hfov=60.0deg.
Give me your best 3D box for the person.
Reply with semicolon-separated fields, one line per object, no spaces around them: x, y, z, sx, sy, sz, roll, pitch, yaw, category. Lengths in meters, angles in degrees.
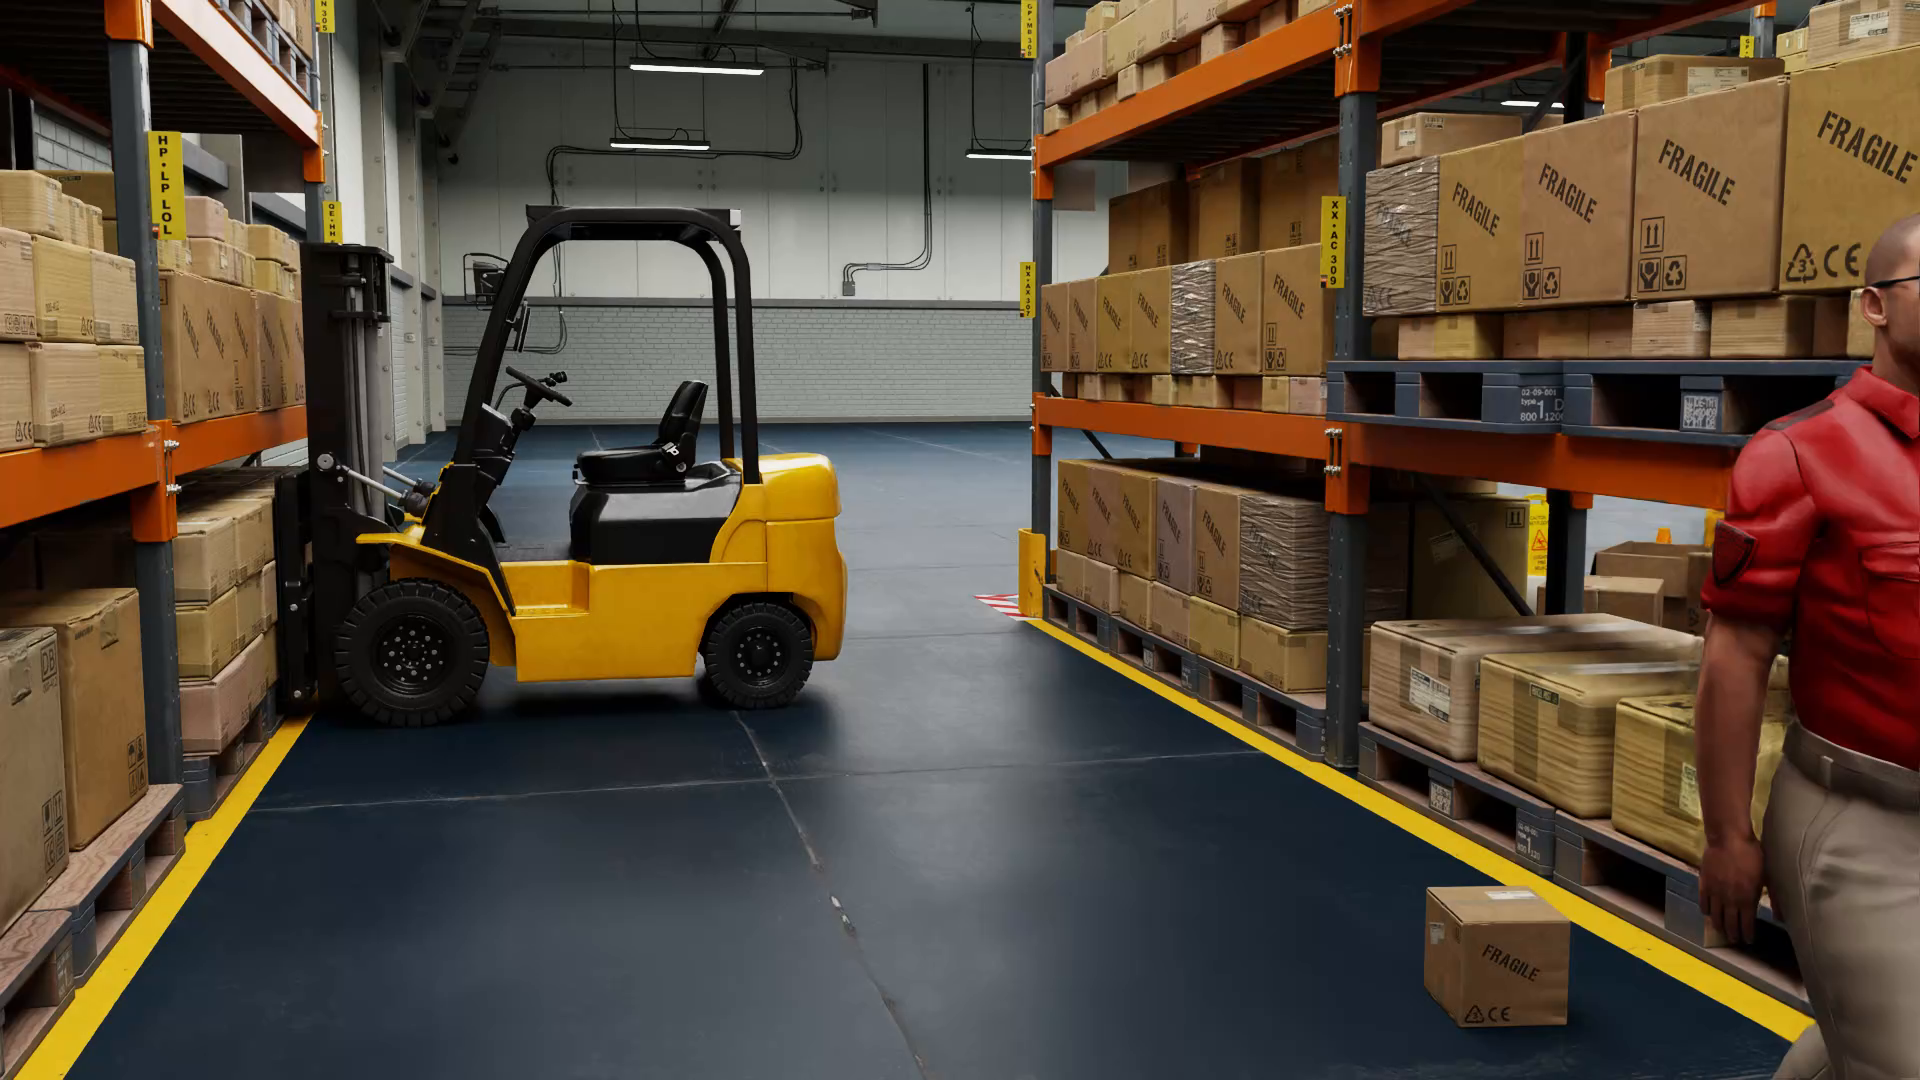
1.321;0.403;2.146;0.540;1.659;1.041;-2;6;-14;person
